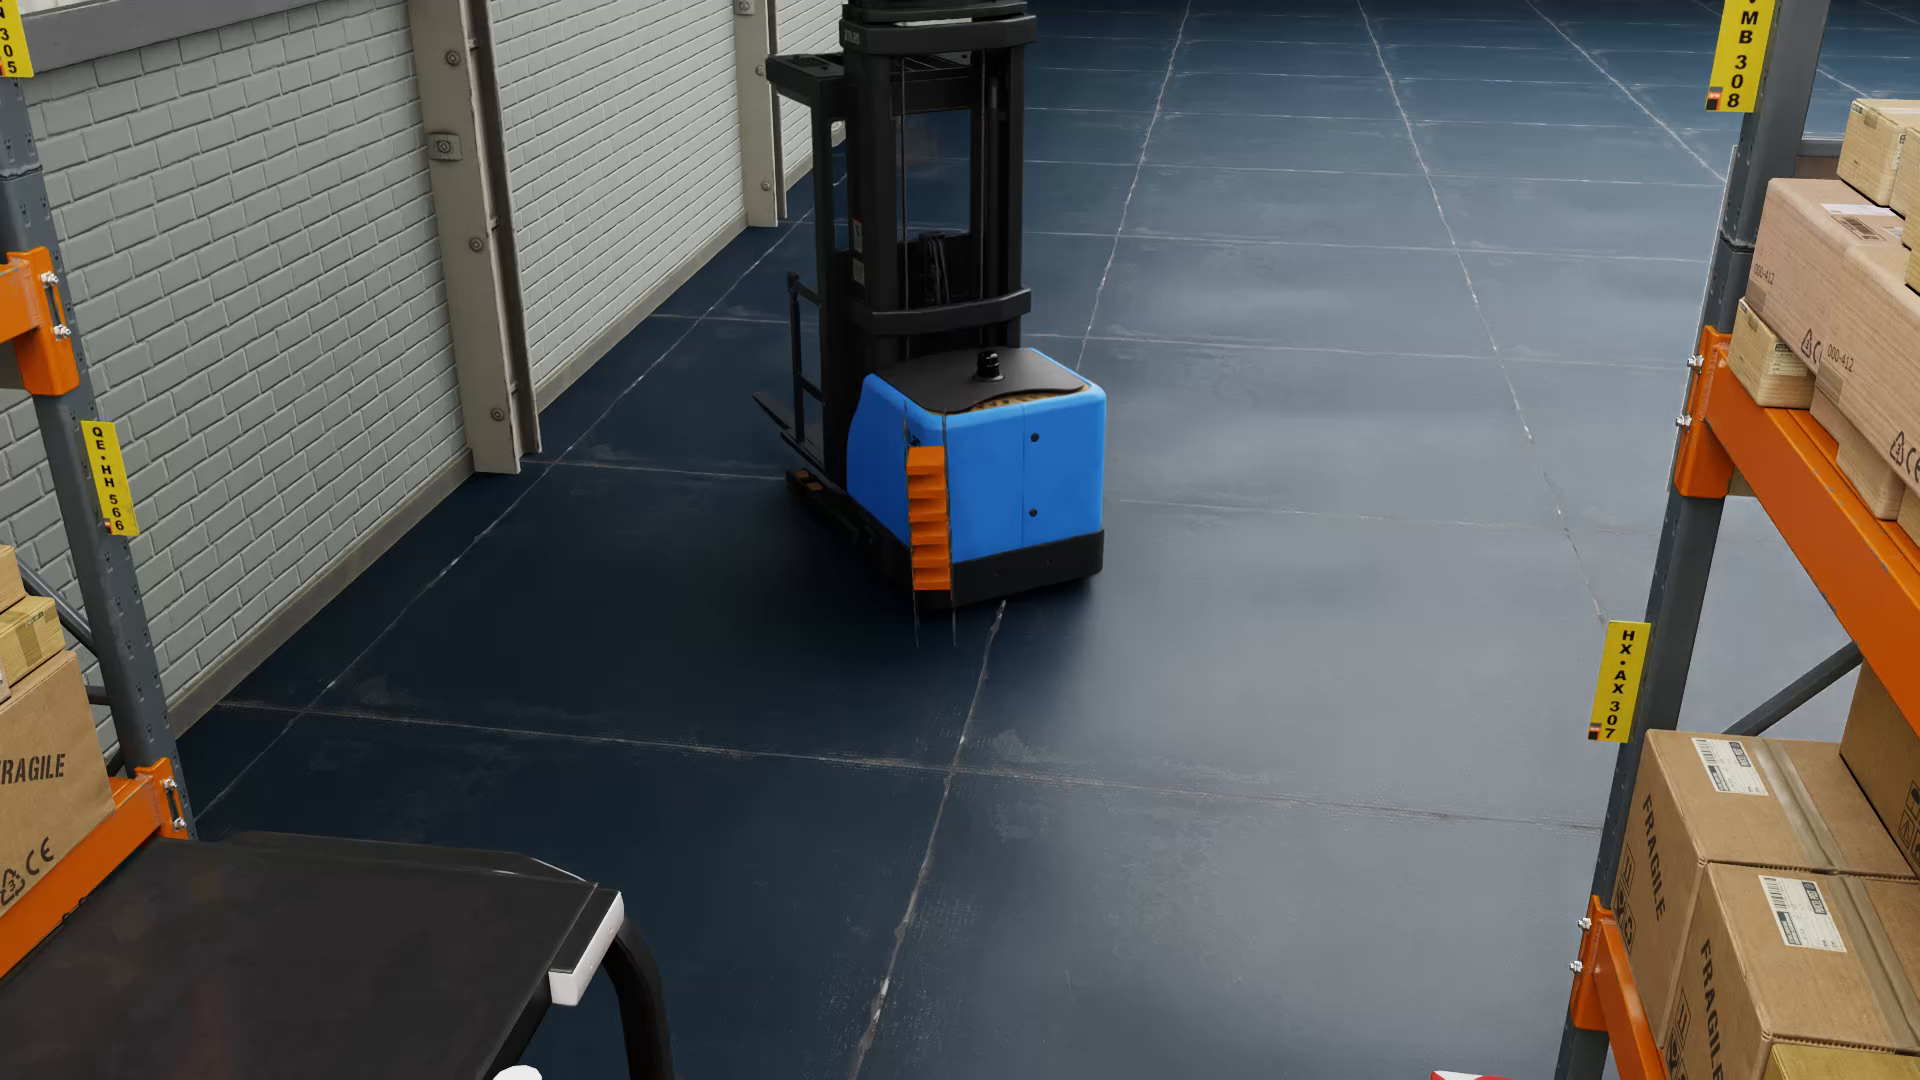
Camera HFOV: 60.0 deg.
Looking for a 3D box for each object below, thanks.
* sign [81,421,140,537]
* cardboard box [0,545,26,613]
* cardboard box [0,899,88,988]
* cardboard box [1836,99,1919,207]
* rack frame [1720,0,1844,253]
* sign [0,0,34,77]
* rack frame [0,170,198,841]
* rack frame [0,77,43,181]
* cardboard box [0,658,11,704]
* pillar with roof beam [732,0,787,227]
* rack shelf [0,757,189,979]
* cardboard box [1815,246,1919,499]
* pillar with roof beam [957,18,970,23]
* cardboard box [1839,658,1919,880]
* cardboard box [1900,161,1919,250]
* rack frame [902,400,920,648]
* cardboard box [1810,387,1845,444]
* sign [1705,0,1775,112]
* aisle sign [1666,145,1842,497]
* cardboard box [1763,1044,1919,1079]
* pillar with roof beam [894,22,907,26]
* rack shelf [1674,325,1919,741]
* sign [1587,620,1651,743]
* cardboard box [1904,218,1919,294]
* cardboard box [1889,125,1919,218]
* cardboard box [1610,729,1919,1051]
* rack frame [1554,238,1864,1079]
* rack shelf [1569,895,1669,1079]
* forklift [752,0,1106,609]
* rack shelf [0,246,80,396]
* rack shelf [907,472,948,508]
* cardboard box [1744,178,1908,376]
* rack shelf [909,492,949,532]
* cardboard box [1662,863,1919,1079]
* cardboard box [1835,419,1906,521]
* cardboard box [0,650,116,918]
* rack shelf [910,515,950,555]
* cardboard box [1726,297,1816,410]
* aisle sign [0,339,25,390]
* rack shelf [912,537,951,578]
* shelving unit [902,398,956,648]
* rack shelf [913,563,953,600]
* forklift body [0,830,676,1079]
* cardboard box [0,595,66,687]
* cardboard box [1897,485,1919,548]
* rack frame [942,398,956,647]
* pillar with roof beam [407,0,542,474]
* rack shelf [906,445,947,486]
[{"bbox_3d":[-2.256,-0.161,4.410,0.100,0.325,0.005,4,25,9],"label":"sign"},{"bbox_3d":[-2.639,0.118,4.225,0.380,0.149,0.250,4,25,9],"label":"cardboard box"},{"bbox_3d":[-2.556,1.244,4.623,0.500,0.250,0.500,5,26,10],"label":"cardboard box"},{"bbox_3d":[1.849,-0.702,3.028,0.380,0.149,0.250,4,25,8],"label":"cardboard box"},{"bbox_3d":[2.109,-1.947,2.795,1.000,3.000,0.127,4,25,9],"label":"rack frame"},{"bbox_3d":[-2.256,-1.253,3.899,0.100,0.325,0.005,4,25,9],"label":"sign"},{"bbox_3d":[-2.789,0.428,4.798,1.000,3.000,0.127,4,25,9],"label":"rack frame"},{"bbox_3d":[-2.789,-2.290,3.527,1.000,3.000,0.127,4,25,9],"label":"rack frame"},{"bbox_3d":[-2.582,0.362,4.056,0.380,0.149,0.250,4,25,9],"label":"cardboard box"},{"bbox_3d":[2.416,-6.781,13.123,9.100,9.000,0.400,4,25,9],"label":"pillar with roof beam"},{"bbox_3d":[-3.116,1.590,3.164,1.077,0.370,4.000,4,25,9],"label":"rack shelf"},{"bbox_3d":[1.672,-0.254,2.541,0.500,0.250,0.500,4,25,8],"label":"cardboard box"},{"bbox_3d":[4.378,-11.800,23.845,9.100,9.000,0.400,4,25,9],"label":"pillar with roof beam"},{"bbox_3d":[2.241,0.366,3.282,0.700,0.500,0.500,3,25,7],"label":"cardboard box"},{"bbox_3d":[1.722,-0.495,2.586,0.380,0.149,0.250,4,25,8],"label":"cardboard box"},{"bbox_3d":[-0.233,-0.066,7.977,0.006,1.200,0.240,-2,25,2],"label":"rack frame"},{"bbox_3d":[1.780,-0.243,2.988,0.380,0.149,0.250,3,25,7],"label":"cardboard box"},{"bbox_3d":[1.573,-1.022,3.326,0.100,0.325,0.005,4,25,9],"label":"sign"},{"bbox_3d":[1.813,-0.455,3.617,0.394,0.787,0.004,4,25,9],"label":"aisle sign"},{"bbox_3d":[1.594,1.199,2.682,0.500,0.500,0.500,4,25,7],"label":"cardboard box"},{"bbox_3d":[3.397,-9.291,18.484,9.100,9.000,0.400,4,25,9],"label":"pillar with roof beam"},{"bbox_3d":[1.782,0.574,1.797,1.077,0.370,4.000,4,25,9],"label":"rack shelf"},{"bbox_3d":[1.573,0.340,3.964,0.100,0.325,0.005,4,25,9],"label":"sign"},{"bbox_3d":[1.608,-0.395,2.373,0.380,0.149,0.250,4,25,8],"label":"cardboard box"},{"bbox_3d":[1.824,-0.595,2.800,0.380,0.149,0.250,4,25,8],"label":"cardboard box"},{"bbox_3d":[1.758,0.769,3.601,0.500,0.500,0.500,4,25,8],"label":"cardboard box"},{"bbox_3d":[2.109,0.770,4.067,1.000,3.000,0.127,4,25,9],"label":"rack frame"},{"bbox_3d":[1.782,1.932,2.432,1.077,0.370,4.000,4,25,9],"label":"rack shelf"},{"bbox_3d":[-0.363,-1.572,9.150,1.130,2.935,3.031,-12,28,-24],"label":"forklift"},{"bbox_3d":[-3.116,0.231,2.528,1.077,0.370,4.000,4,25,9],"label":"rack shelf"},{"bbox_3d":[-0.151,-0.246,7.890,0.180,0.103,0.258,-2,25,2],"label":"rack shelf"},{"bbox_3d":[1.764,-0.464,2.990,0.500,0.250,0.500,4,25,8],"label":"cardboard box"},{"bbox_3d":[-0.145,-0.137,7.941,0.180,0.103,0.258,-2,25,2],"label":"rack shelf"},{"bbox_3d":[1.676,0.986,3.137,0.500,0.500,0.500,5,26,10],"label":"cardboard box"},{"bbox_3d":[1.703,-0.134,2.756,0.380,0.149,0.250,5,25,10],"label":"cardboard box"},{"bbox_3d":[-2.610,0.606,4.299,0.500,0.500,0.500,3,25,7],"label":"cardboard box"},{"bbox_3d":[-0.140,-0.029,7.992,0.180,0.103,0.258,-2,25,2],"label":"rack shelf"},{"bbox_3d":[1.734,-0.359,3.236,0.380,0.149,0.250,4,25,9],"label":"cardboard box"},{"bbox_3d":[-2.488,-0.757,4.262,0.394,0.787,0.004,4,25,9],"label":"aisle sign"},{"bbox_3d":[-0.135,0.080,8.042,0.180,0.103,0.258,-2,25,2],"label":"rack shelf"},{"bbox_3d":[-0.142,-0.069,7.973,0.189,1.200,0.258,-2,25,2],"label":"shelving unit"},{"bbox_3d":[-0.130,0.189,8.093,0.180,0.103,0.258,-2,25,2],"label":"rack shelf"},{"bbox_3d":[-1.299,1.731,3.014,2.313,2.155,1.214,4,25,9],"label":"forklift body"},{"bbox_3d":[-2.569,0.253,4.288,0.380,0.149,0.250,4,25,9],"label":"cardboard box"},{"bbox_3d":[1.686,-0.029,2.532,0.380,0.149,0.250,4,25,8],"label":"cardboard box"},{"bbox_3d":[-0.051,-0.072,7.969,0.006,1.200,0.240,-2,25,2],"label":"rack frame"},{"bbox_3d":[1.436,-4.272,7.762,9.100,9.000,0.400,4,25,9],"label":"pillar with roof beam"},{"bbox_3d":[-0.156,-0.355,7.840,0.180,0.103,0.258,-2,25,2],"label":"rack shelf"}]
